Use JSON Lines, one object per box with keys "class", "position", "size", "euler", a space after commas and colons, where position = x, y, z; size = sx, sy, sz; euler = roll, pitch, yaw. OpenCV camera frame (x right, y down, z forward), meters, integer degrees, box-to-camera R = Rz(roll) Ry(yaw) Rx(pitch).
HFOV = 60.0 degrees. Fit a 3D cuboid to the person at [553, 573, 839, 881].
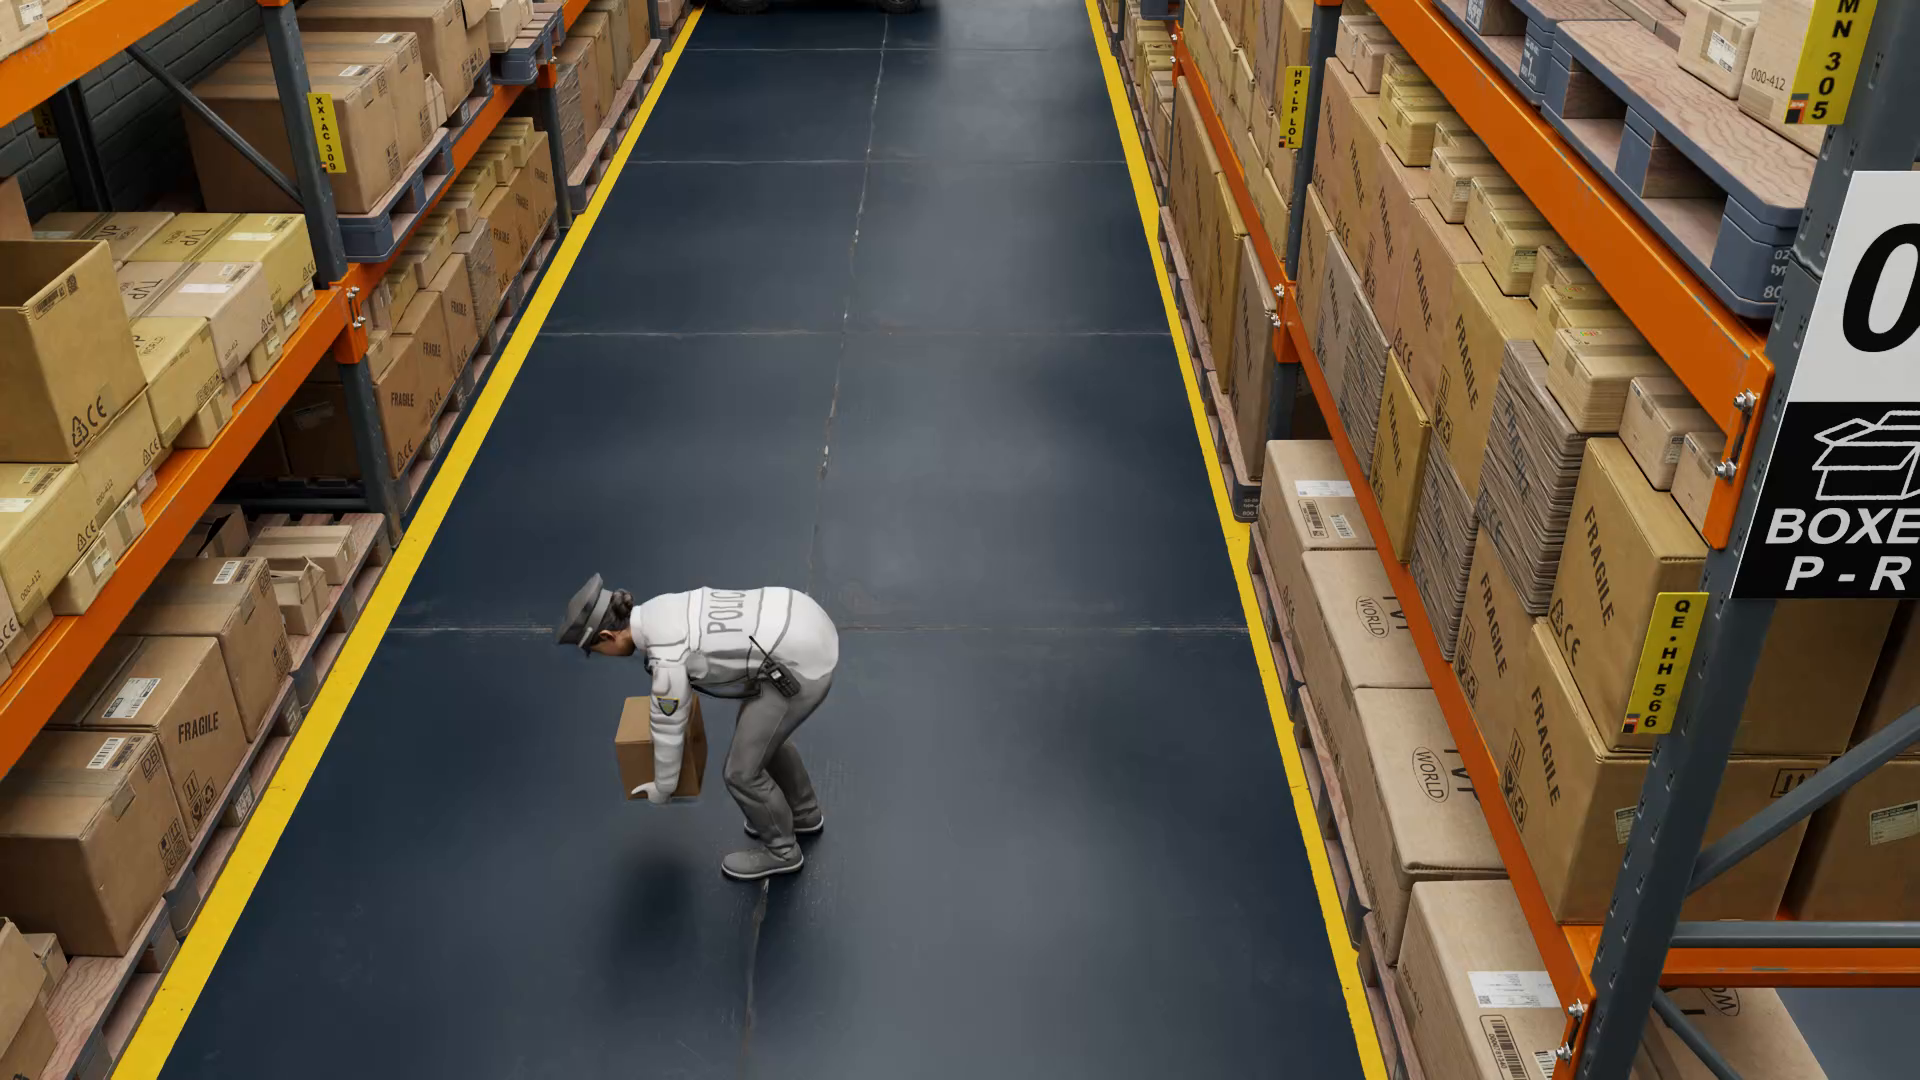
{"class": "person", "position": [-0.860, 0.619, 5.625], "size": [0.923, 1.151, 0.408], "euler": [-1, 32, -2]}
